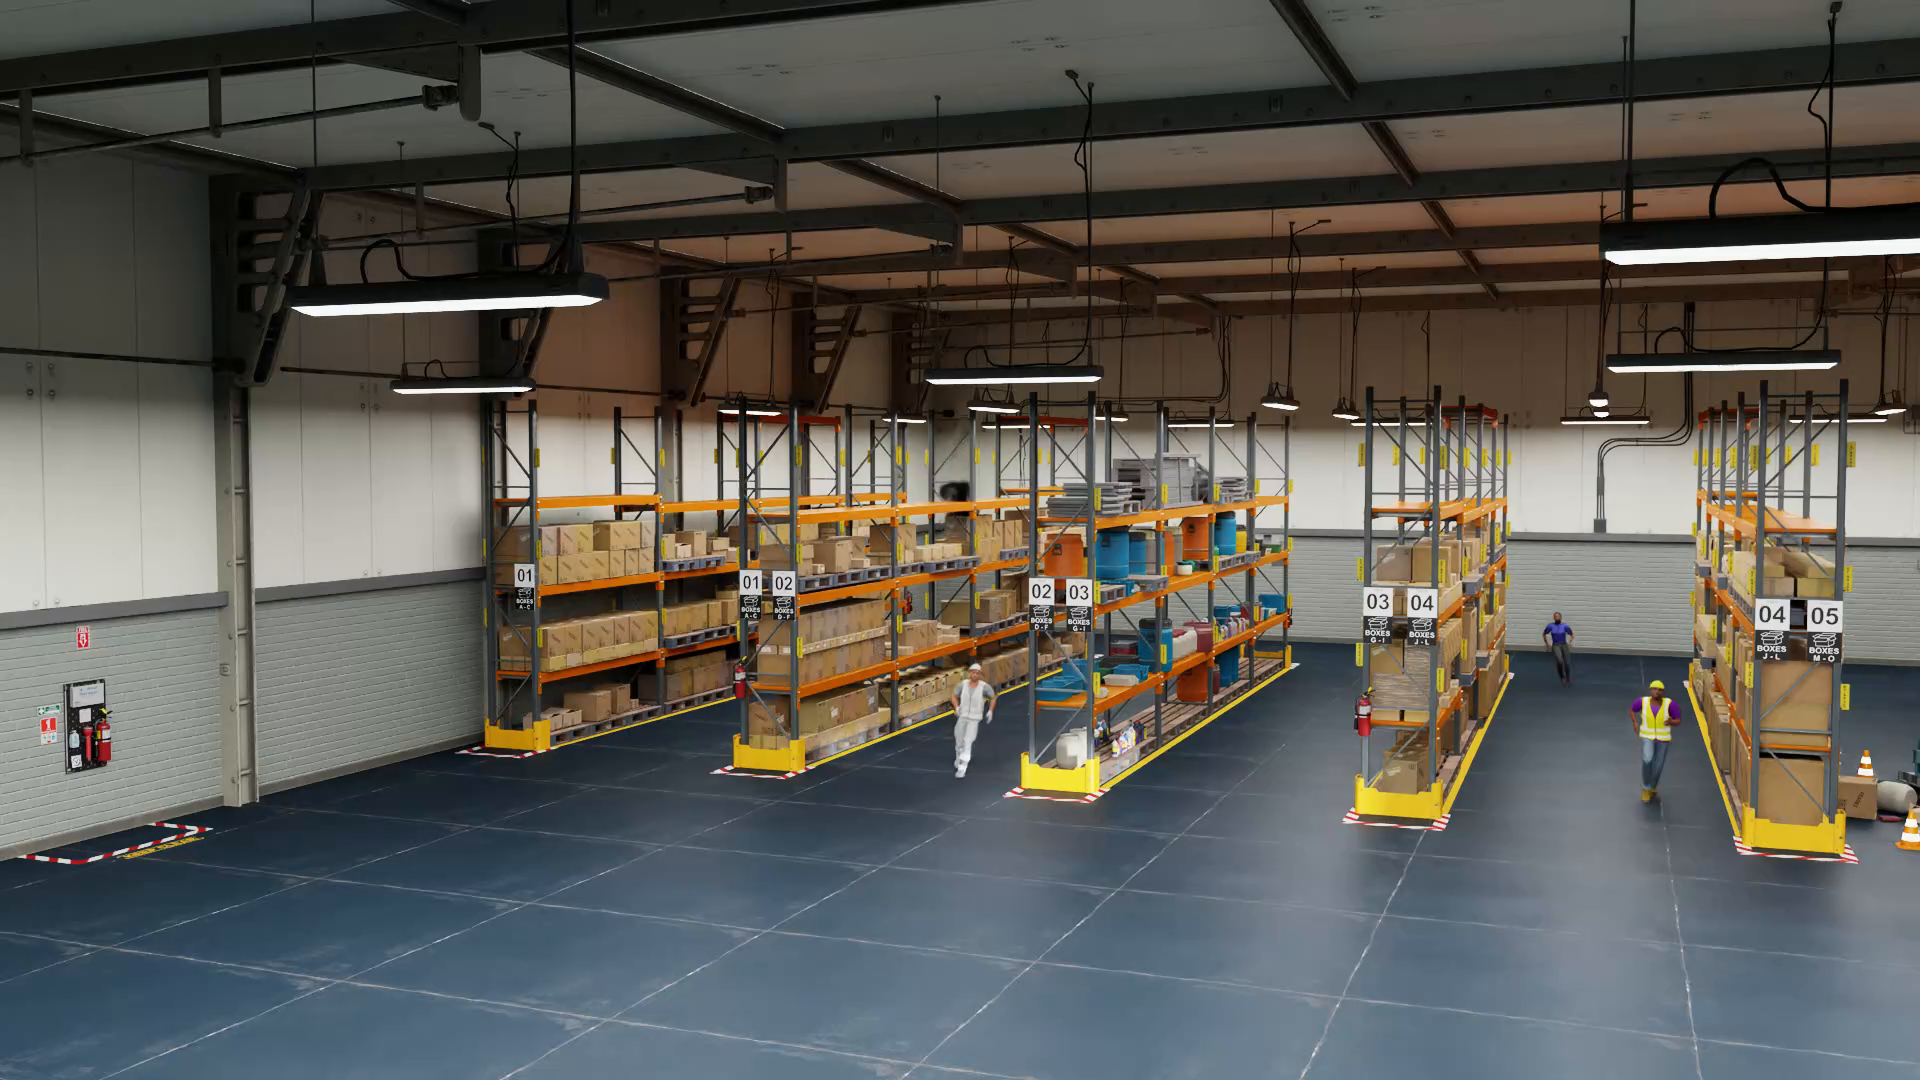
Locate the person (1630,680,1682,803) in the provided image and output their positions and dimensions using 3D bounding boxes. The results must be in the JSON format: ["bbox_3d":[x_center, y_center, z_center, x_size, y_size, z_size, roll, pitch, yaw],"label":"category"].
[{"bbox_3d":[10.171,2.936,24.309,0.675,1.800,0.792,1,3,16],"label":"person"}]

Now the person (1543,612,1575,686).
[{"bbox_3d":[13.201,2.394,36.613,0.654,1.624,0.632,0,3,9],"label":"person"}]

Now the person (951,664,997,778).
[{"bbox_3d":[0.205,2.823,26.265,0.723,1.764,0.852,1,3,11],"label":"person"}]
